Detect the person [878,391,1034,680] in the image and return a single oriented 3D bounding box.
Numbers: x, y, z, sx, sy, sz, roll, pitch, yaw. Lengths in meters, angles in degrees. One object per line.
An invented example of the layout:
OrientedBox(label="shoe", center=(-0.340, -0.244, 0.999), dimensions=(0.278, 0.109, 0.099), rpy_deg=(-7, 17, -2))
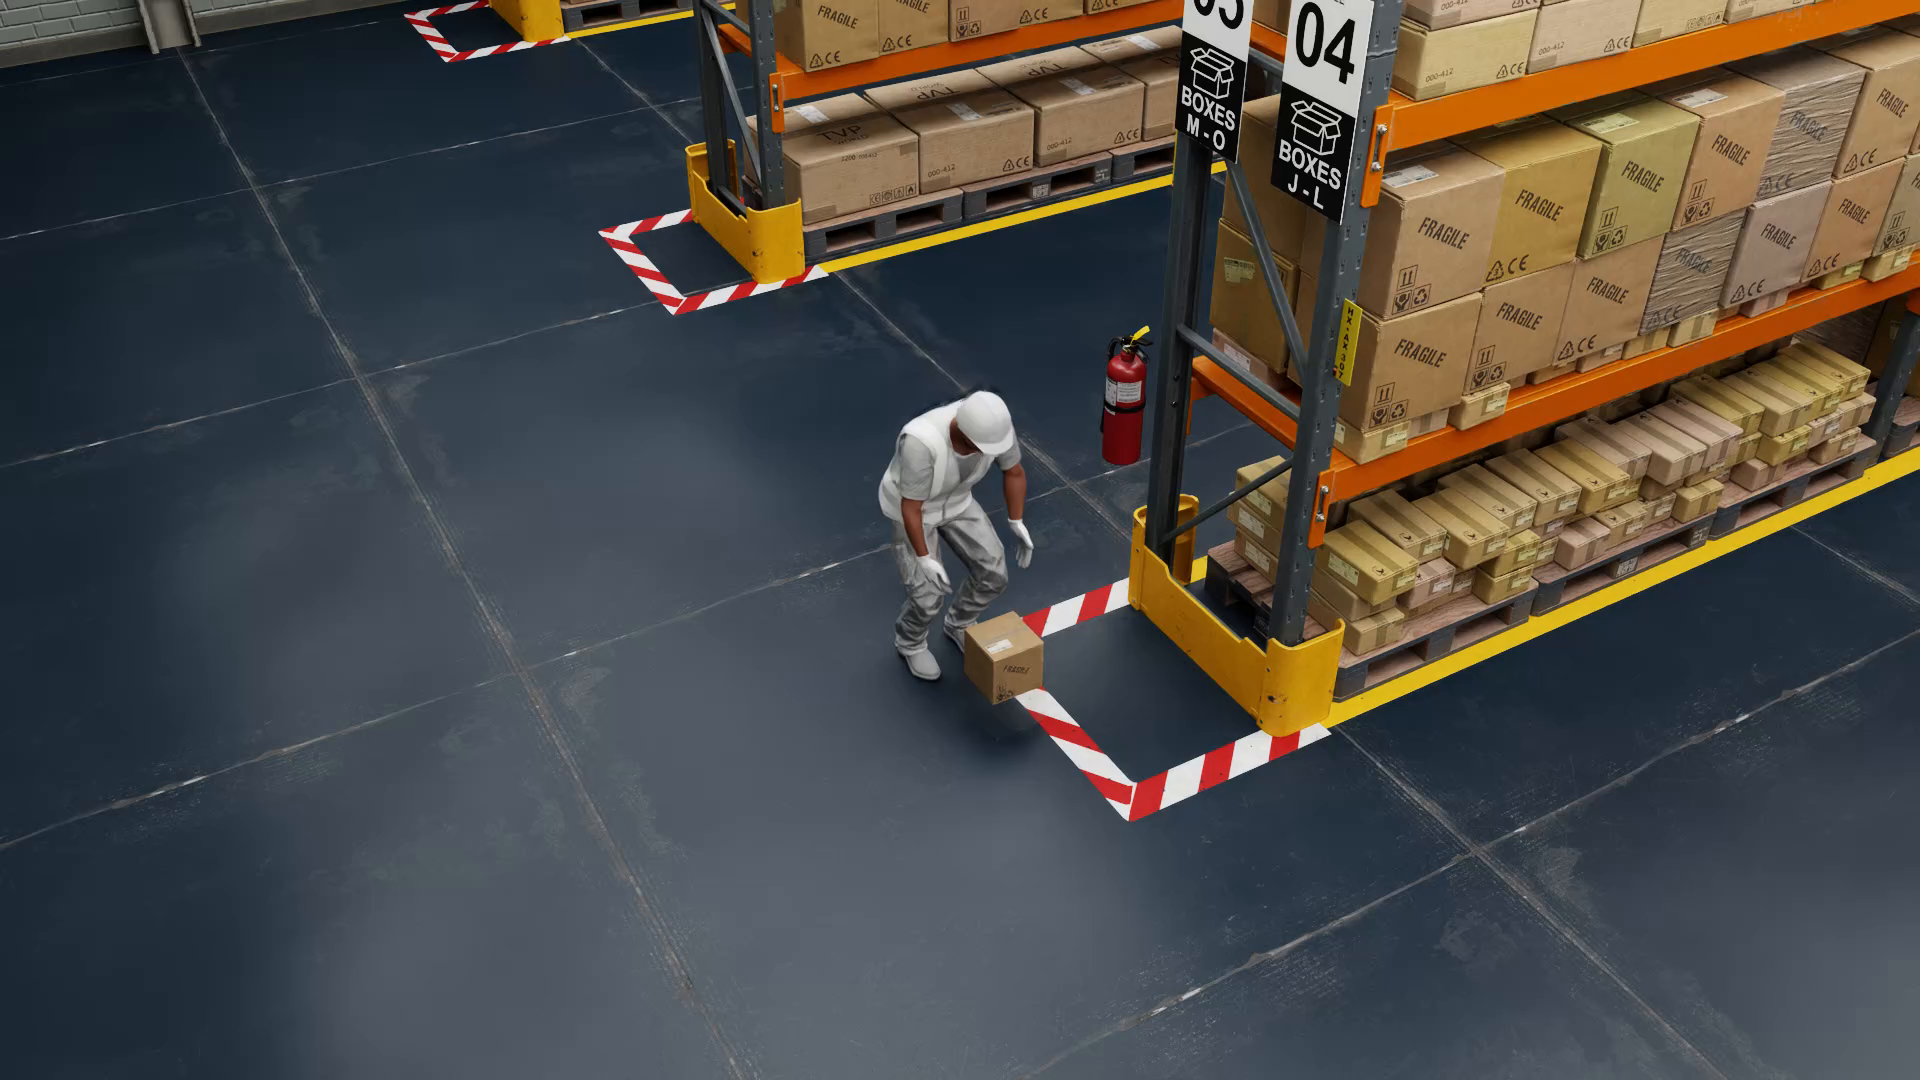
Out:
OrientedBox(label="person", center=(-0.021, -0.083, 7.241), dimensions=(0.608, 1.526, 0.696), rpy_deg=(-20, 41, -25))
